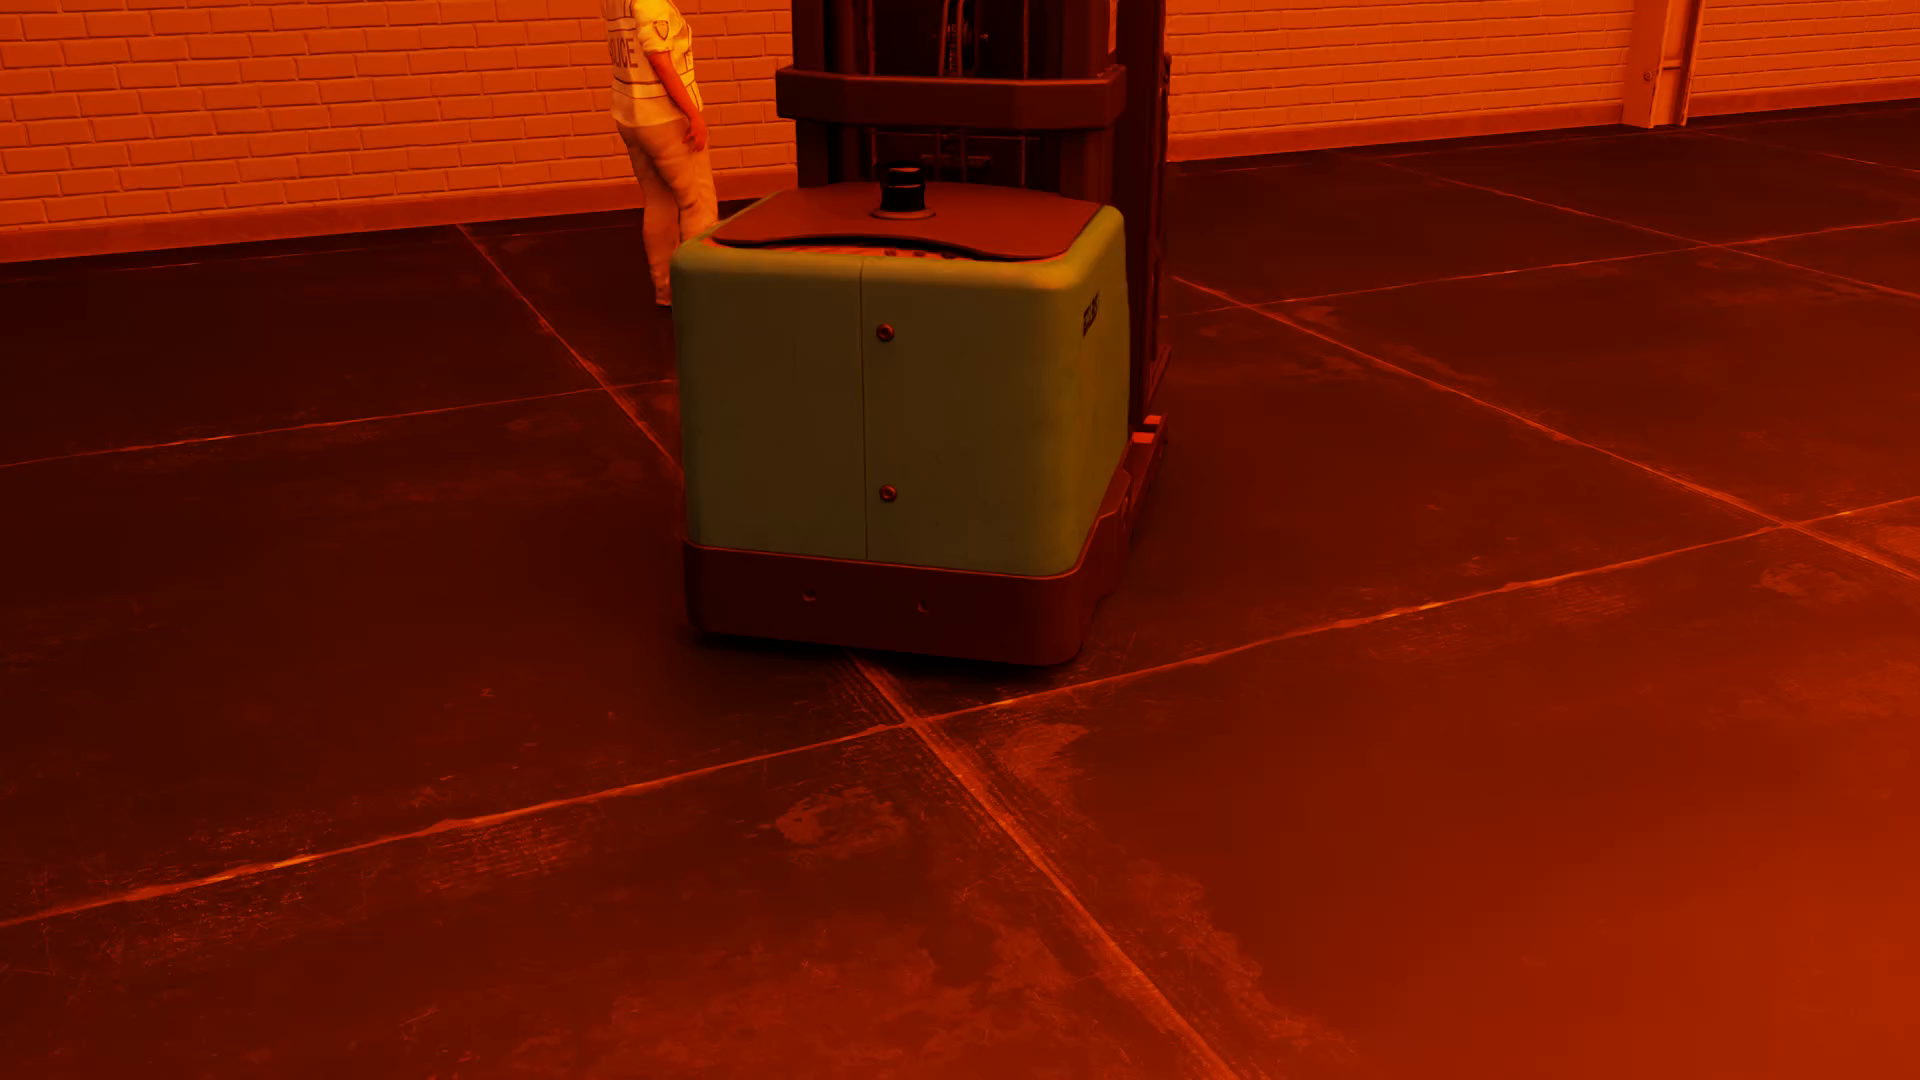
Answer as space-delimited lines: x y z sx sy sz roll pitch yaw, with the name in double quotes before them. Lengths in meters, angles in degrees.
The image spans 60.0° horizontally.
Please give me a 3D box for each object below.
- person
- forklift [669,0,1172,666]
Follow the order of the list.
"person" -1.253 -1.860 7.393 0.530 1.670 0.596 -15 27 -32
"forklift" 0.106 -1.574 5.076 1.130 2.935 3.031 5 23 12
